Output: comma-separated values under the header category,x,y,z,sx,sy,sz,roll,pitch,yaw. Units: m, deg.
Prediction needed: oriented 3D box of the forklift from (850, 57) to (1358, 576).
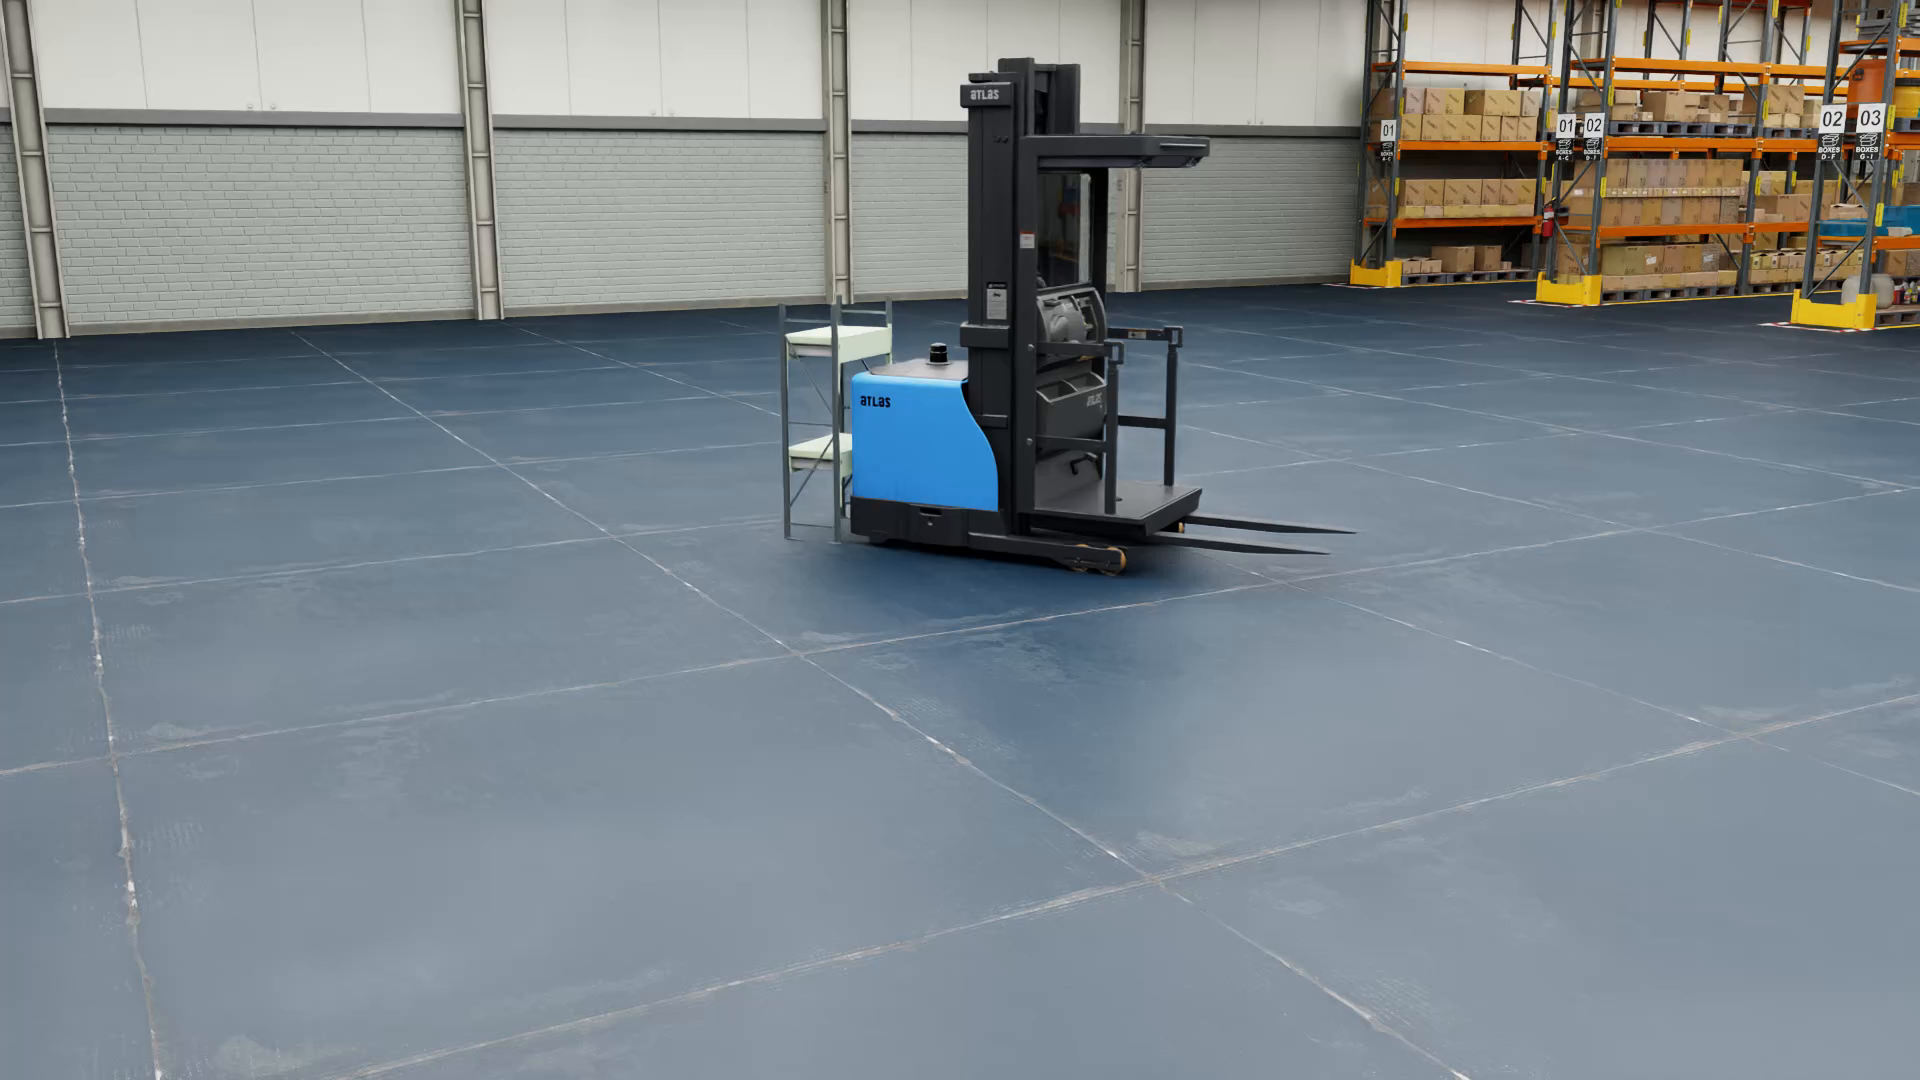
category,x,y,z,sx,sy,sz,roll,pitch,yaw
forklift,0.859,-1.355,9.952,3.031,2.935,1.130,6,14,26

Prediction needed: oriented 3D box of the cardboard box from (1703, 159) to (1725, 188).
category,x,y,z,sx,sy,sz,roll,pitch,yaw
cardboard box,13.311,-6.617,29.996,0.500,0.500,0.700,-7,14,-28

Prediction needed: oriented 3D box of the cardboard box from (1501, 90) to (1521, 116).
category,x,y,z,sx,sy,sz,roll,pitch,yaw
cardboard box,10.975,-8.835,33.654,0.500,0.500,0.500,-6,14,-25

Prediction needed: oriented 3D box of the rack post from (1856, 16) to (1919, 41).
category,x,y,z,sx,sy,sz,roll,pitch,yaw
rack post,13.724,-7.398,24.126,0.954,0.300,0.937,-5,14,-22

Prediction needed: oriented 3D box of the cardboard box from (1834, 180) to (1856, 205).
category,x,y,z,sx,sy,sz,roll,pitch,yaw
cardboard box,20.547,-8.187,39.471,0.700,0.700,0.980,-8,15,-31

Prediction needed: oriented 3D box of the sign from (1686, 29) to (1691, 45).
category,x,y,z,sx,sy,sz,roll,pitch,yaw
sign,15.543,-10.729,35.479,0.005,0.325,0.100,-7,14,-28

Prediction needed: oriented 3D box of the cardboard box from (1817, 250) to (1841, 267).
category,x,y,z,sx,sy,sz,roll,pitch,yaw
cardboard box,16.412,-5.383,31.725,0.500,0.311,0.500,-7,14,-28

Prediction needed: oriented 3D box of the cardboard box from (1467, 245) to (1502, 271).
category,x,y,z,sx,sy,sz,roll,pitch,yaw
cardboard box,10.872,-5.869,34.546,0.500,0.500,0.500,-8,15,-32

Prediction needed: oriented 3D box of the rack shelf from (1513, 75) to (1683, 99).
category,x,y,z,sx,sy,sz,roll,pitch,yaw
rack shelf,13.519,-9.582,35.238,4.000,0.370,1.077,-7,14,-28

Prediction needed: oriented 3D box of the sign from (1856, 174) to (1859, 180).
category,x,y,z,sx,sy,sz,roll,pitch,yaw
sign,22.036,-8.821,40.823,0.005,0.325,0.100,-7,14,-28

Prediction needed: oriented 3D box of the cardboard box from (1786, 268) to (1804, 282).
category,x,y,z,sx,sy,sz,roll,pitch,yaw
cardboard box,15.516,-5.003,31.314,0.500,0.250,0.500,-7,15,-30

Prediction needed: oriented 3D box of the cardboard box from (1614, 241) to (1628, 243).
category,x,y,z,sx,sy,sz,roll,pitch,yaw
cardboard box,14.160,-6.289,36.413,0.500,0.500,0.700,-7,14,-28

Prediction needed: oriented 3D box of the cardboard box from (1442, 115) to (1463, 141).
category,x,y,z,sx,sy,sz,roll,pitch,yaw
cardboard box,9.608,-8.184,33.036,0.500,0.500,0.500,-6,14,-25

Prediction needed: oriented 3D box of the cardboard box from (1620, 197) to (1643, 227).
category,x,y,z,sx,sy,sz,roll,pitch,yaw
cardboard box,11.504,-5.767,29.175,0.500,0.500,0.700,-6,14,-26

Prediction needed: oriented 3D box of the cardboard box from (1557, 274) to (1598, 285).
category,x,y,z,sx,sy,sz,roll,pitch,yaw
cardboard box,10.958,-4.592,29.489,0.500,0.250,0.500,-7,14,-28

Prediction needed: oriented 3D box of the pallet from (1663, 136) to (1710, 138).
category,x,y,z,sx,sy,sz,roll,pitch,yaw
pallet,15.814,-8.861,36.747,1.003,0.211,1.213,-6,14,-25

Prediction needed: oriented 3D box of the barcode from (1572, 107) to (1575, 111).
category,x,y,z,sx,sy,sz,roll,pitch,yaw
barcode,10.663,-7.487,28.890,0.075,0.075,0.001,-7,14,-28

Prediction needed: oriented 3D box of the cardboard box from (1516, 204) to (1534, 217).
category,x,y,z,sx,sy,sz,roll,pitch,yaw
cardboard box,11.493,-6.819,34.373,0.500,0.250,0.500,-7,14,-28

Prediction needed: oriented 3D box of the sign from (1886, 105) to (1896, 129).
category,x,y,z,sx,sy,sz,roll,pitch,yaw
sign,13.259,-6.022,23.682,0.005,0.325,0.100,-7,14,-28

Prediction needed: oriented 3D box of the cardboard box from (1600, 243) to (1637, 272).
category,x,y,z,sx,sy,sz,roll,pitch,yaw
cardboard box,11.828,-5.067,29.888,0.500,0.500,0.500,-7,14,-28

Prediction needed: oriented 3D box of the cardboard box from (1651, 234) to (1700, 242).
category,x,y,z,sx,sy,sz,roll,pitch,yaw
cardboard box,15.983,-6.619,37.130,0.750,0.750,0.750,-7,14,-29

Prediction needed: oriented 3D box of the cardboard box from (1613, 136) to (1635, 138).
category,x,y,z,sx,sy,sz,roll,pitch,yaw
cardboard box,14.092,-8.816,35.840,0.637,0.503,0.797,-5,14,-20

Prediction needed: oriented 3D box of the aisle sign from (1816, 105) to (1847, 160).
category,x,y,z,sx,sy,sz,roll,pitch,yaw
aisle sign,12.794,-5.978,24.421,0.004,0.787,0.394,-7,14,-28

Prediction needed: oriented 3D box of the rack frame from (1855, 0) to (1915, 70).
category,x,y,z,sx,sy,sz,roll,pitch,yaw
rack frame,17.651,-9.384,31.810,0.127,3.000,1.000,-7,14,-28

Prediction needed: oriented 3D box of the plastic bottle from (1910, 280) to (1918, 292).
category,x,y,z,sx,sy,sz,roll,pitch,yaw
plastic bottle,15.064,-3.934,26.289,0.185,0.351,0.144,-7,14,-28

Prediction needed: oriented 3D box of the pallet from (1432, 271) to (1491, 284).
category,x,y,z,sx,sy,sz,roll,pitch,yaw
pallet,10.119,-5.423,34.227,1.213,0.211,1.003,-7,14,-28

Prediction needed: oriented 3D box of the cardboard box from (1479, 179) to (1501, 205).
category,x,y,z,sx,sy,sz,roll,pitch,yaw
cardboard box,10.614,-7.079,33.821,0.500,0.500,0.500,-7,15,-29

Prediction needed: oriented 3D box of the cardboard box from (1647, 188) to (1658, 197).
category,x,y,z,sx,sy,sz,roll,pitch,yaw
cardboard box,11.982,-6.089,29.130,0.250,0.149,0.380,-7,15,-30

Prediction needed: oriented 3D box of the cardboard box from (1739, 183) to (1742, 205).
category,x,y,z,sx,sy,sz,roll,pitch,yaw
cardboard box,17.177,-7.778,37.389,0.500,0.500,0.500,-6,14,-26

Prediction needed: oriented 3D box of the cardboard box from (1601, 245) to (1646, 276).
category,x,y,z,sx,sy,sz,roll,pitch,yaw
cardboard box,11.645,-4.911,29.198,0.500,0.500,0.500,-7,14,-28

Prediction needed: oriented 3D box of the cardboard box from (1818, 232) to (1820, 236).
category,x,y,z,sx,sy,sz,roll,pitch,yaw
cardboard box,20.337,-7.249,39.246,0.250,0.149,0.380,-7,15,-29

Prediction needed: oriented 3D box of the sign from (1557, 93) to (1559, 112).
category,x,y,z,sx,sy,sz,roll,pitch,yaw
sign,10.381,-7.578,28.783,0.005,0.325,0.100,-7,14,-28

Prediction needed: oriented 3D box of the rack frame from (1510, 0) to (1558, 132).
category,x,y,z,sx,sy,sz,roll,pitch,yaw
rack frame,11.763,-9.917,34.181,0.127,3.000,1.000,-7,14,-28

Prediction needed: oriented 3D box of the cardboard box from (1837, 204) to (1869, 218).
category,x,y,z,sx,sy,sz,roll,pitch,yaw
cardboard box,17.311,-6.384,32.346,0.500,0.311,0.500,-6,14,-24

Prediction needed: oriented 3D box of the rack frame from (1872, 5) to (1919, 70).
category,x,y,z,sx,sy,sz,roll,pitch,yaw
rack frame,22.296,-11.180,39.790,0.127,3.000,1.000,-7,14,-28

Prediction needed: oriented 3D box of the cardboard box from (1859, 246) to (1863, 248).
category,x,y,z,sx,sy,sz,roll,pitch,yaw
cardboard box,18.407,-5.968,33.281,0.500,0.250,0.500,-6,14,-26

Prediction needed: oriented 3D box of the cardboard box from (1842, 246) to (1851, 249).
category,x,y,z,sx,sy,sz,roll,pitch,yaw
cardboard box,20.849,-7.040,39.795,0.500,0.500,0.700,-7,15,-30

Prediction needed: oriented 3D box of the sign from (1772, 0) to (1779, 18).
category,x,y,z,sx,sy,sz,roll,pitch,yaw
sign,14.385,-9.386,29.334,0.005,0.325,0.100,-7,14,-28

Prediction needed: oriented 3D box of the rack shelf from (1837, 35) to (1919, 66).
category,x,y,z,sx,sy,sz,roll,pitch,yaw
rack shelf,14.755,-7.252,24.885,4.000,0.370,1.077,-7,14,-28

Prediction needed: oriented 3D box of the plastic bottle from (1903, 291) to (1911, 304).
category,x,y,z,sx,sy,sz,roll,pitch,yaw
plastic bottle,14.834,-3.801,26.040,0.097,0.201,0.097,0,13,0

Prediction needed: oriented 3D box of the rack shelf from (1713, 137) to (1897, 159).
category,x,y,z,sx,sy,sz,roll,pitch,yaw
rack shelf,15.896,-7.359,31.284,4.000,0.370,1.077,-7,14,-28

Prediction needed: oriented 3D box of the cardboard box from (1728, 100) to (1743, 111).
category,x,y,z,sx,sy,sz,roll,pitch,yaw
cardboard box,17.473,-9.797,37.538,0.500,0.250,0.500,-7,15,-30

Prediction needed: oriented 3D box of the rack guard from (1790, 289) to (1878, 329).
category,x,y,z,sx,sy,sz,roll,pitch,yaw
rack guard,13.044,-3.458,24.836,0.348,0.500,1.175,-7,14,-28

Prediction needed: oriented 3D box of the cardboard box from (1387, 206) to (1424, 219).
category,x,y,z,sx,sy,sz,roll,pitch,yaw
cardboard box,8.833,-6.496,32.940,0.500,0.250,0.500,-7,15,-29

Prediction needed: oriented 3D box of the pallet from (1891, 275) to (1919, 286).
category,x,y,z,sx,sy,sz,roll,pitch,yaw
pallet,18.325,-5.168,33.092,1.213,0.211,1.003,-7,14,-28

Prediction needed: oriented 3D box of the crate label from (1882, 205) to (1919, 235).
category,x,y,z,sx,sy,sz,roll,pitch,yaw
crate label,14.485,-4.923,25.574,0.616,0.435,0.502,-7,14,-28

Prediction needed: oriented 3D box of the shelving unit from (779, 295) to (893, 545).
category,x,y,z,sx,sy,sz,roll,pitch,yaw
shelving unit,-0.783,-0.794,10.719,0.431,1.500,0.755,6,14,24

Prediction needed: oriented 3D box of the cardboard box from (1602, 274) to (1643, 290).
category,x,y,z,sx,sy,sz,roll,pitch,yaw
cardboard box,11.644,-4.546,29.282,0.500,0.250,0.500,-7,14,-28

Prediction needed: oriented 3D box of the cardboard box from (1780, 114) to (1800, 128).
category,x,y,z,sx,sy,sz,roll,pitch,yaw
cardboard box,15.166,-7.753,30.779,0.500,0.250,0.500,-8,15,-33

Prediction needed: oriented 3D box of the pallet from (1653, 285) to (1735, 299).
category,x,y,z,sx,sy,sz,roll,pitch,yaw
pallet,13.422,-4.600,30.569,1.213,0.211,1.003,-7,14,-28

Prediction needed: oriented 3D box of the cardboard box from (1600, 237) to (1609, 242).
category,x,y,z,sx,sy,sz,roll,pitch,yaw
cardboard box,13.688,-6.584,36.014,0.500,0.250,0.500,-7,14,-28

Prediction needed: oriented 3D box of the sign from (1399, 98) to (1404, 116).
category,x,y,z,sx,sy,sz,roll,pitch,yaw
sign,8.513,-8.355,32.080,0.005,0.325,0.100,-7,14,-28

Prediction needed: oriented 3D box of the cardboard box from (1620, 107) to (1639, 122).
category,x,y,z,sx,sy,sz,roll,pitch,yaw
cardboard box,11.514,-7.451,29.119,0.500,0.250,0.500,-7,14,-28

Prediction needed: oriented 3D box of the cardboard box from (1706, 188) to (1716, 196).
category,x,y,z,sx,sy,sz,roll,pitch,yaw
cardboard box,13.327,-6.250,29.844,0.250,0.149,0.380,-7,14,-28

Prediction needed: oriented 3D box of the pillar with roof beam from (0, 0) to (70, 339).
category,x,y,z,sx,sy,sz,roll,pitch,yaw
pillar with roof beam,-10.551,-6.382,18.473,0.400,9.000,9.100,-7,14,-28

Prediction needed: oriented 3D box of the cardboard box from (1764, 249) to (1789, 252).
category,x,y,z,sx,sy,sz,roll,pitch,yaw
cardboard box,15.694,-5.431,31.940,0.500,0.311,0.500,-7,14,-29
